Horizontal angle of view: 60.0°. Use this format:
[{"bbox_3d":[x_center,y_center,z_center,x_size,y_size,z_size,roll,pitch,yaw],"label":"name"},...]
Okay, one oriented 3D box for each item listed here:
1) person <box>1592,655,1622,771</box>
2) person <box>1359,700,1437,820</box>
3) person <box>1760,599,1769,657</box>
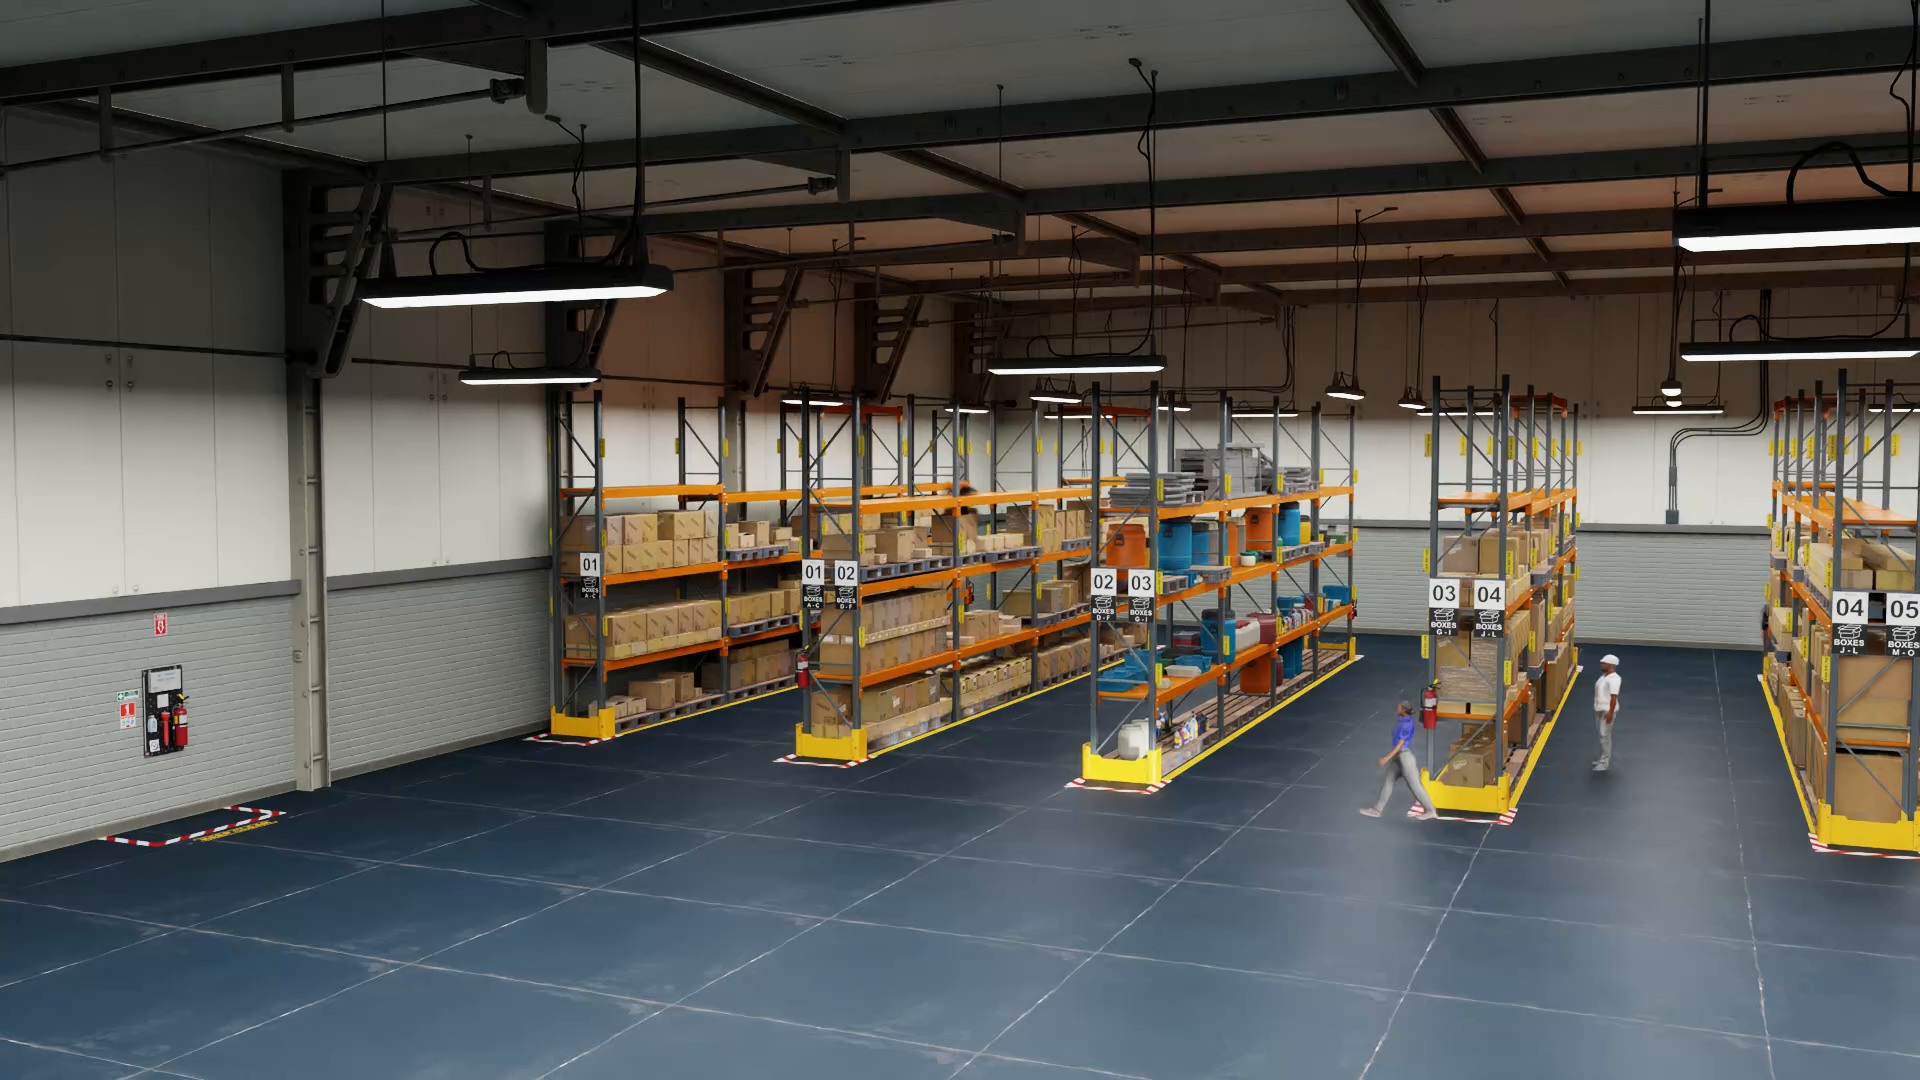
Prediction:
[{"bbox_3d":[10.076,2.681,26.090,0.570,1.771,0.598,-1,3,-10],"label":"person"},{"bbox_3d":[5.884,2.955,22.341,0.977,1.584,0.484,0,3,1],"label":"person"},{"bbox_3d":[18.362,2.074,37.504,0.579,1.725,0.379,1,3,20],"label":"person"}]
